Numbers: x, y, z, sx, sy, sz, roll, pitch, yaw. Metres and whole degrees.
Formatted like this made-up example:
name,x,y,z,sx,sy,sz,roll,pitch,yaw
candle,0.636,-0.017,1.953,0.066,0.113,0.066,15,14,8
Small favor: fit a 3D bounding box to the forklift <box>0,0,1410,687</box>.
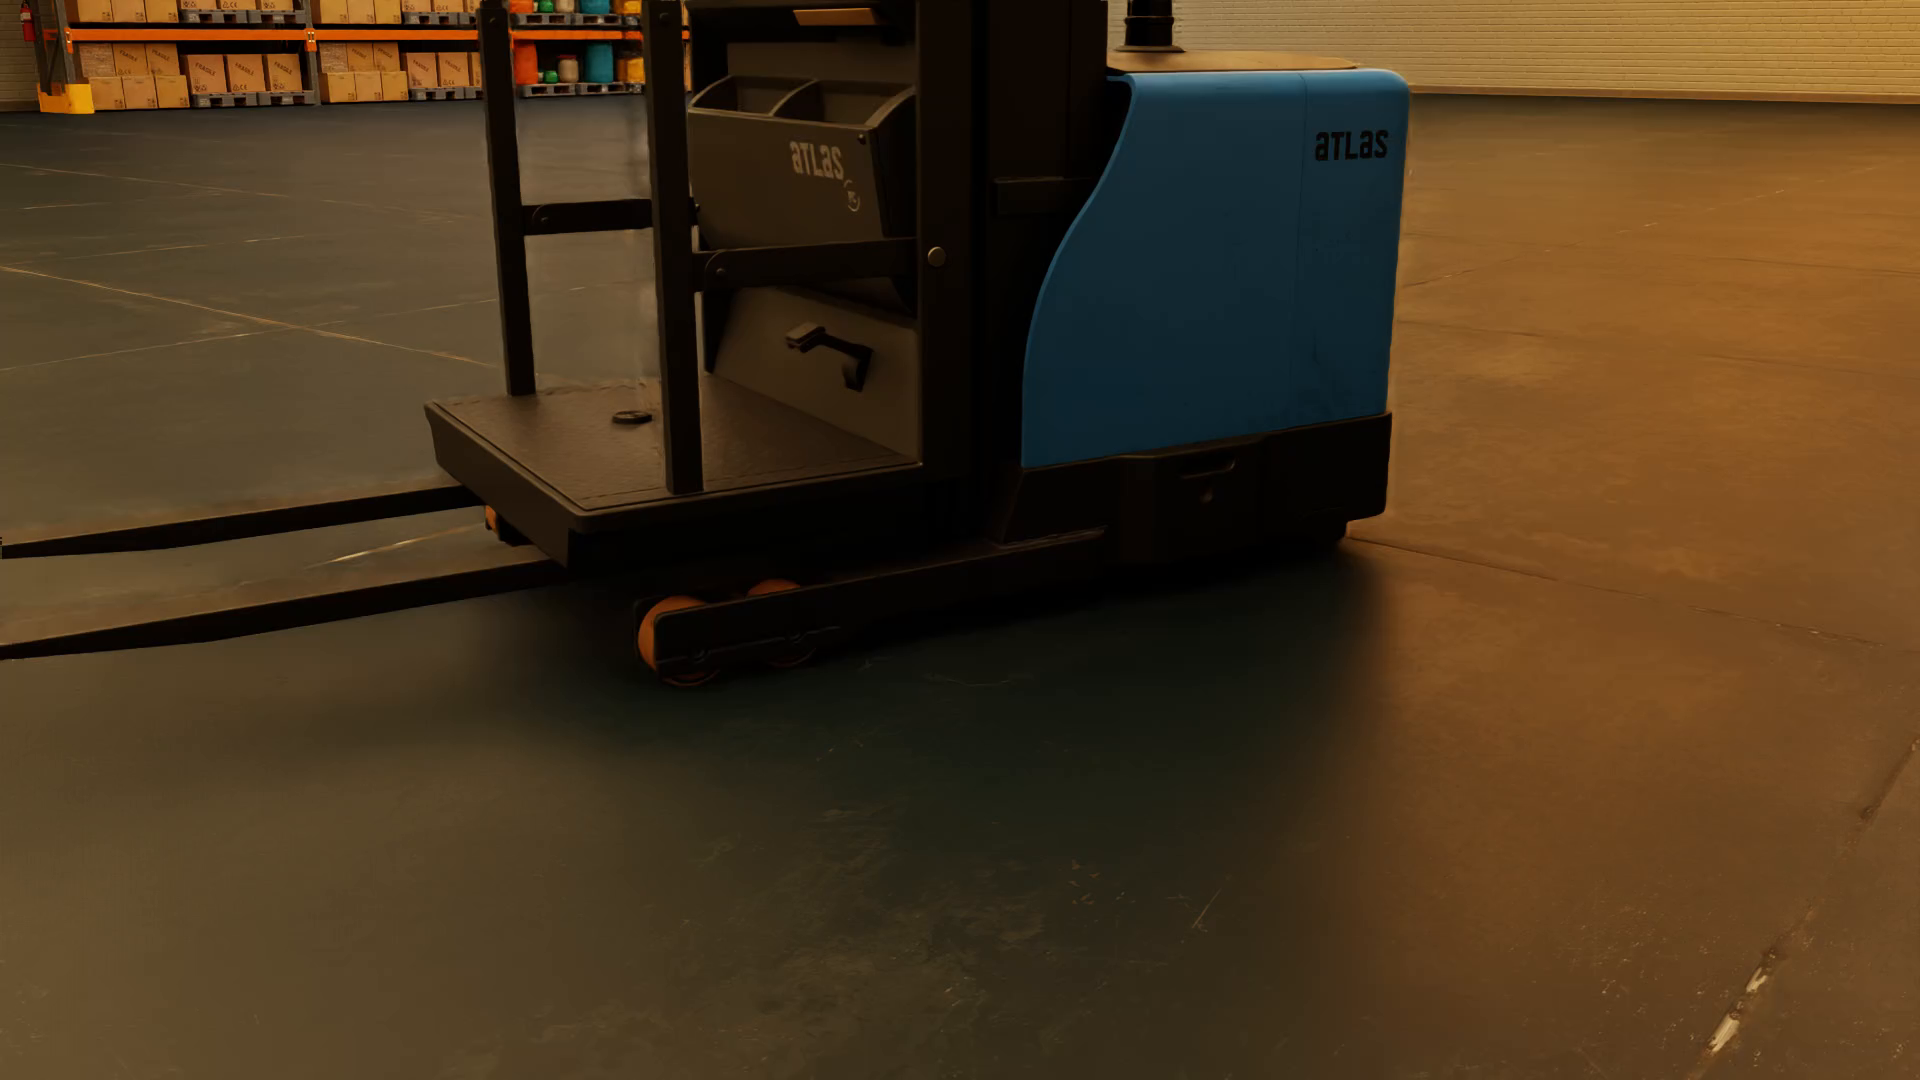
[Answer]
name,x,y,z,sx,sy,sz,roll,pitch,yaw
forklift,-0.521,-1.307,3.202,3.031,2.935,1.130,-10,19,-29
